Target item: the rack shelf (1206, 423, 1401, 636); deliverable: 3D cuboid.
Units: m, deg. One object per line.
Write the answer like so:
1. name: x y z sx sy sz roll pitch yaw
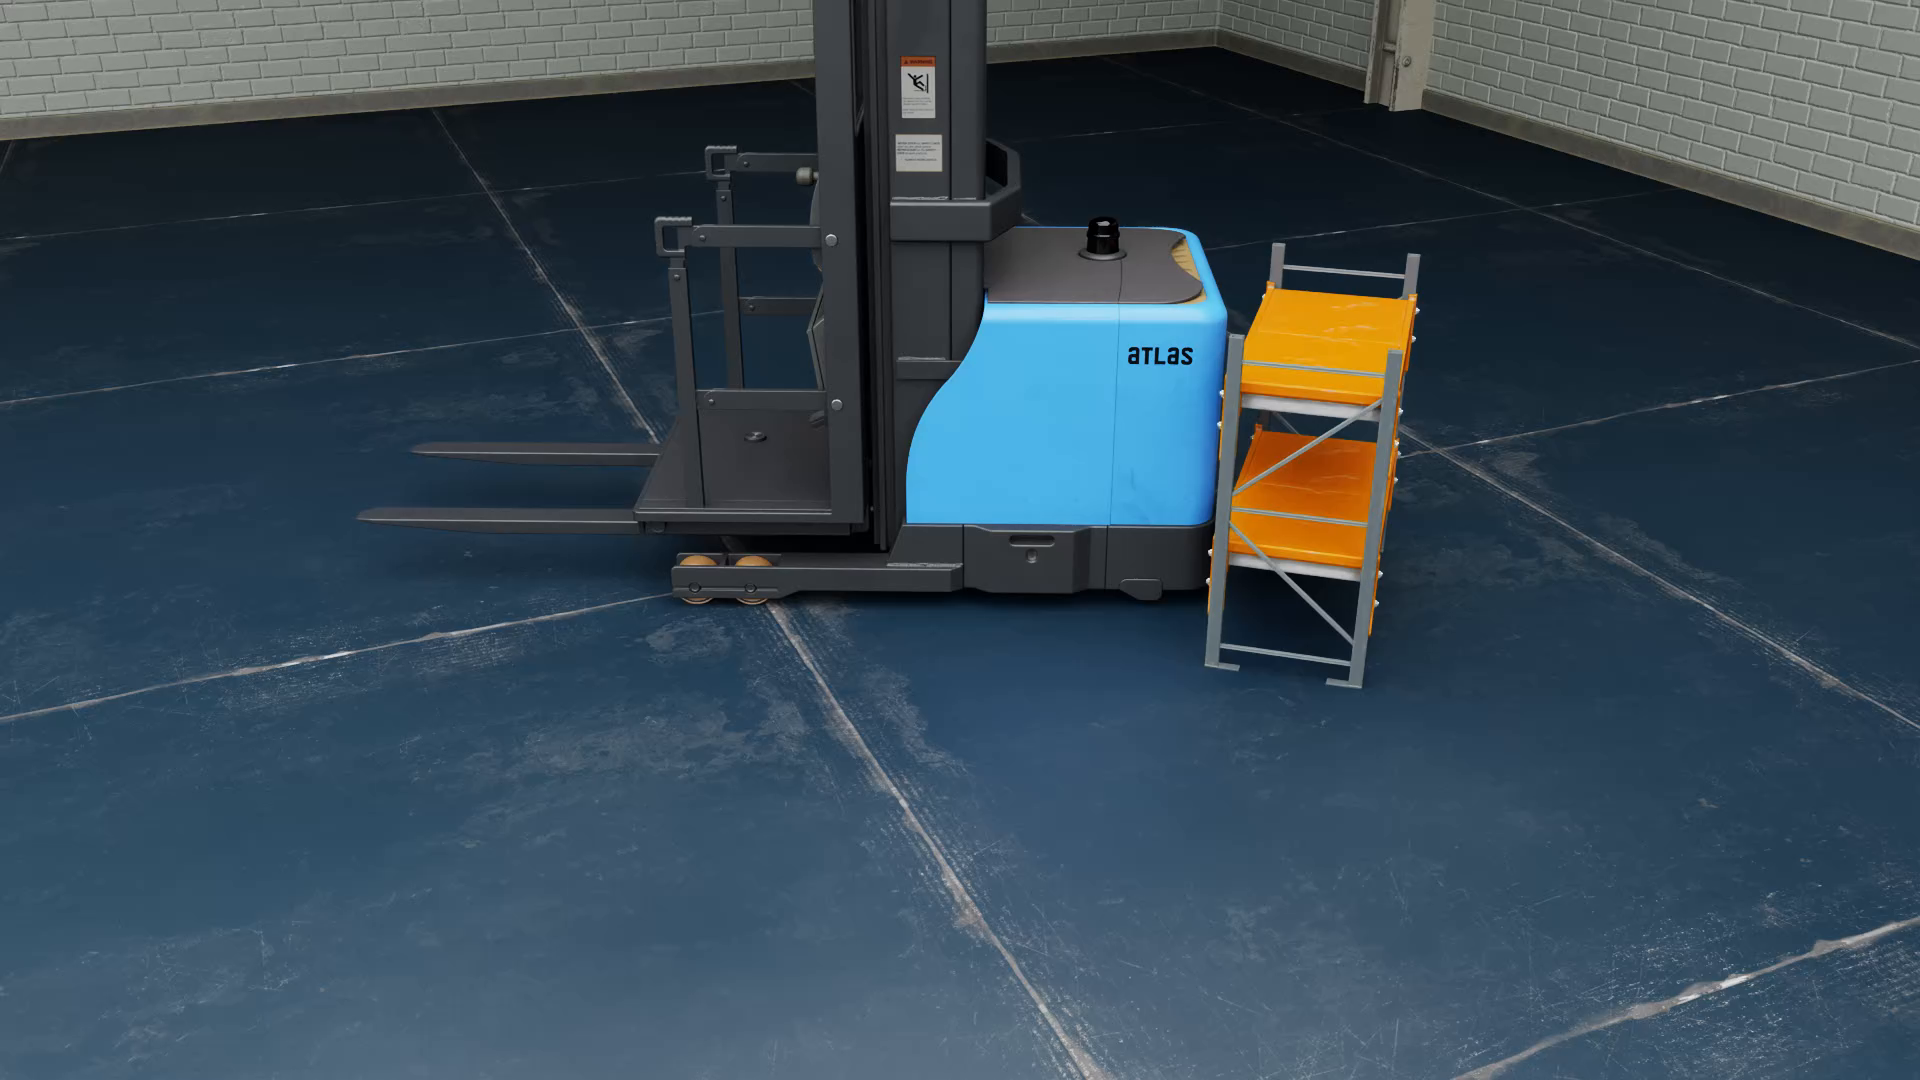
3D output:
1. rack shelf: 1.185 -0.063 5.654 0.538 0.278 1.000 7 27 15

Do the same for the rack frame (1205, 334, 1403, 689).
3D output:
1. rack frame: 1.039 -0.069 5.109 0.500 1.125 0.032 7 27 15

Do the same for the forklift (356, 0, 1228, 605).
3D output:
1. forklift: -0.623 -1.323 5.620 3.031 2.935 1.130 1 26 1

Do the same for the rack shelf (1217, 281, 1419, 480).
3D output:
1. rack shelf: 1.185 -0.546 5.418 0.538 0.278 1.000 7 27 15

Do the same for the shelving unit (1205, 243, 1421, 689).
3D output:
1. shelving unit: 1.185 -0.283 5.547 0.538 1.125 1.048 7 27 15

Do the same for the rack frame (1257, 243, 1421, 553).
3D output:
1. rack frame: 1.331 -0.496 5.984 0.500 1.125 0.032 7 27 15

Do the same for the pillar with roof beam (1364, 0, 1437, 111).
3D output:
1. pillar with roof beam: -0.453 -6.823 9.968 9.100 9.000 0.400 -11 28 -21
